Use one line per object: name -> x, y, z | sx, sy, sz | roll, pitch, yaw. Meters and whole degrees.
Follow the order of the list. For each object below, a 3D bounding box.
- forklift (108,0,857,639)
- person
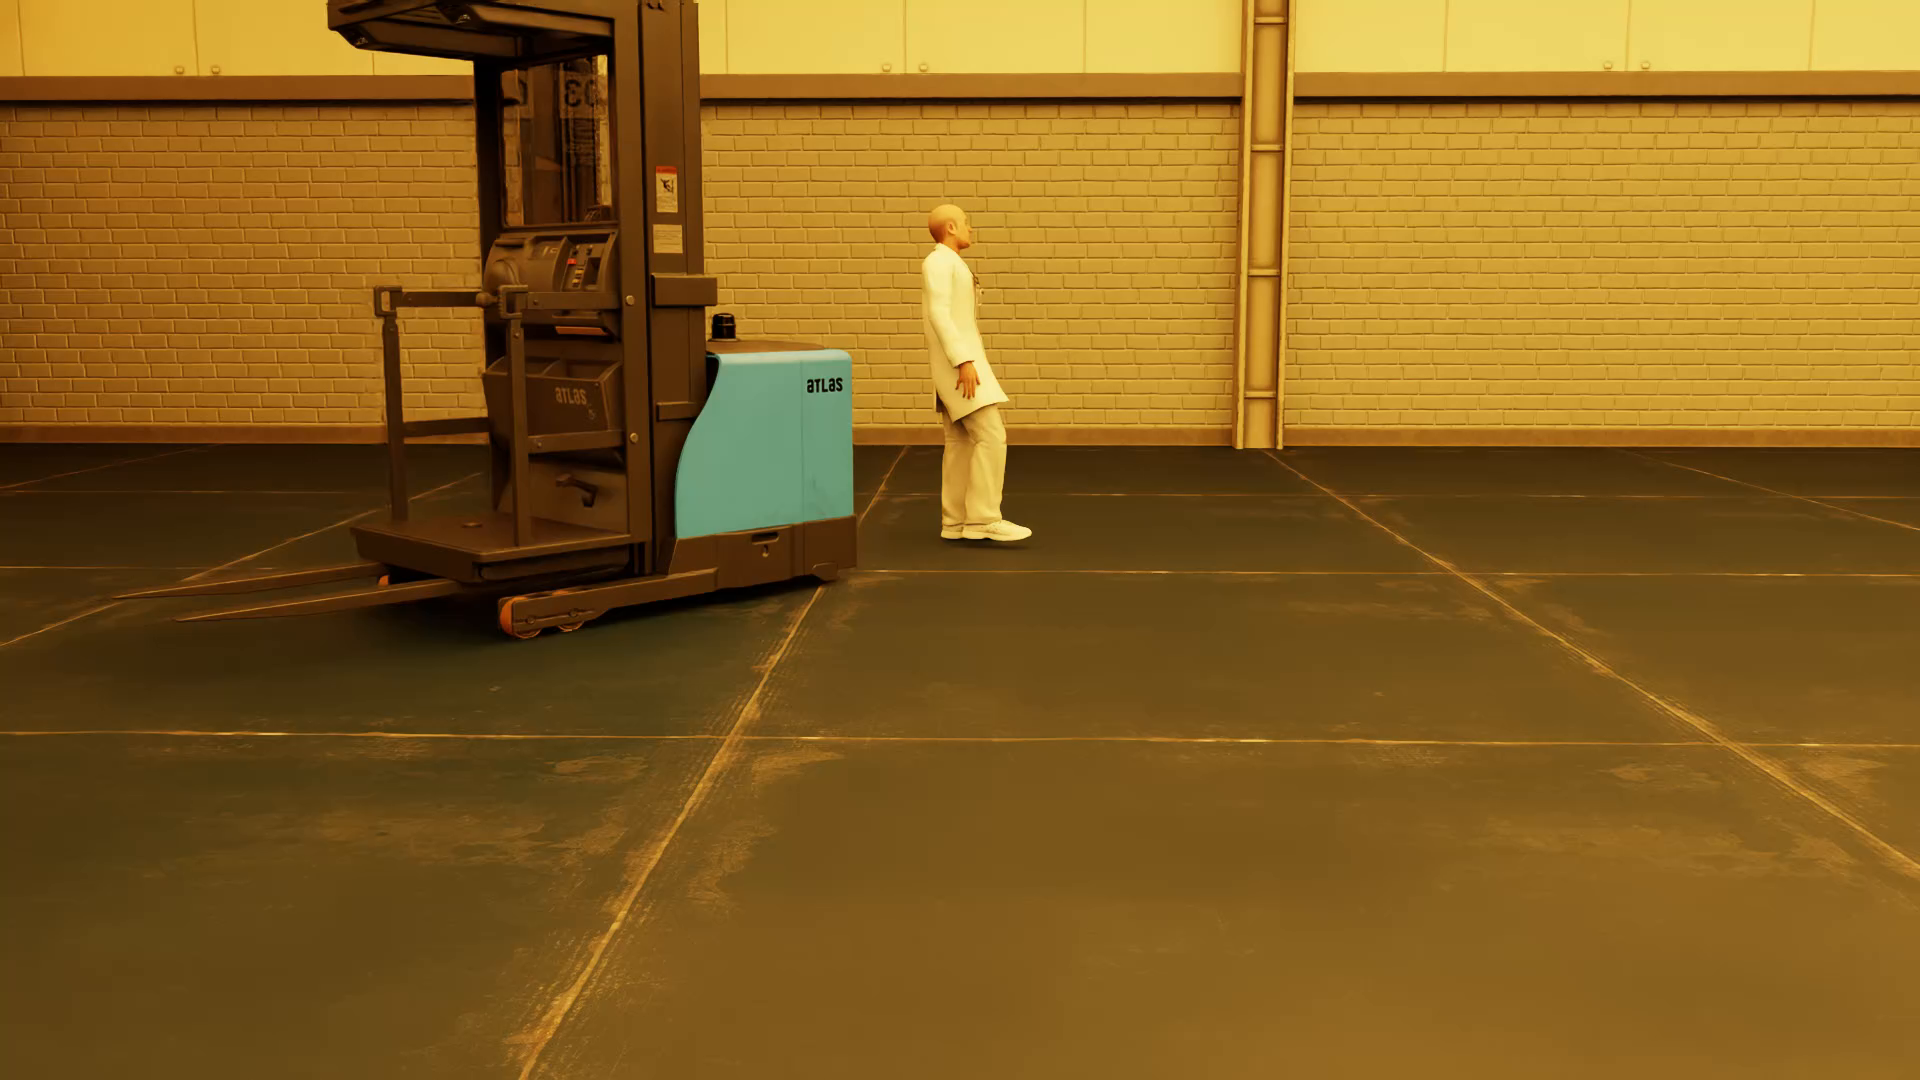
forklift -> -1.867, -1.150, 6.823 | 1.130, 2.935, 3.031 | 8, 12, 44
person -> 0.091, -0.885, 8.860 | 0.581, 1.777, 0.698 | 0, 9, 1
